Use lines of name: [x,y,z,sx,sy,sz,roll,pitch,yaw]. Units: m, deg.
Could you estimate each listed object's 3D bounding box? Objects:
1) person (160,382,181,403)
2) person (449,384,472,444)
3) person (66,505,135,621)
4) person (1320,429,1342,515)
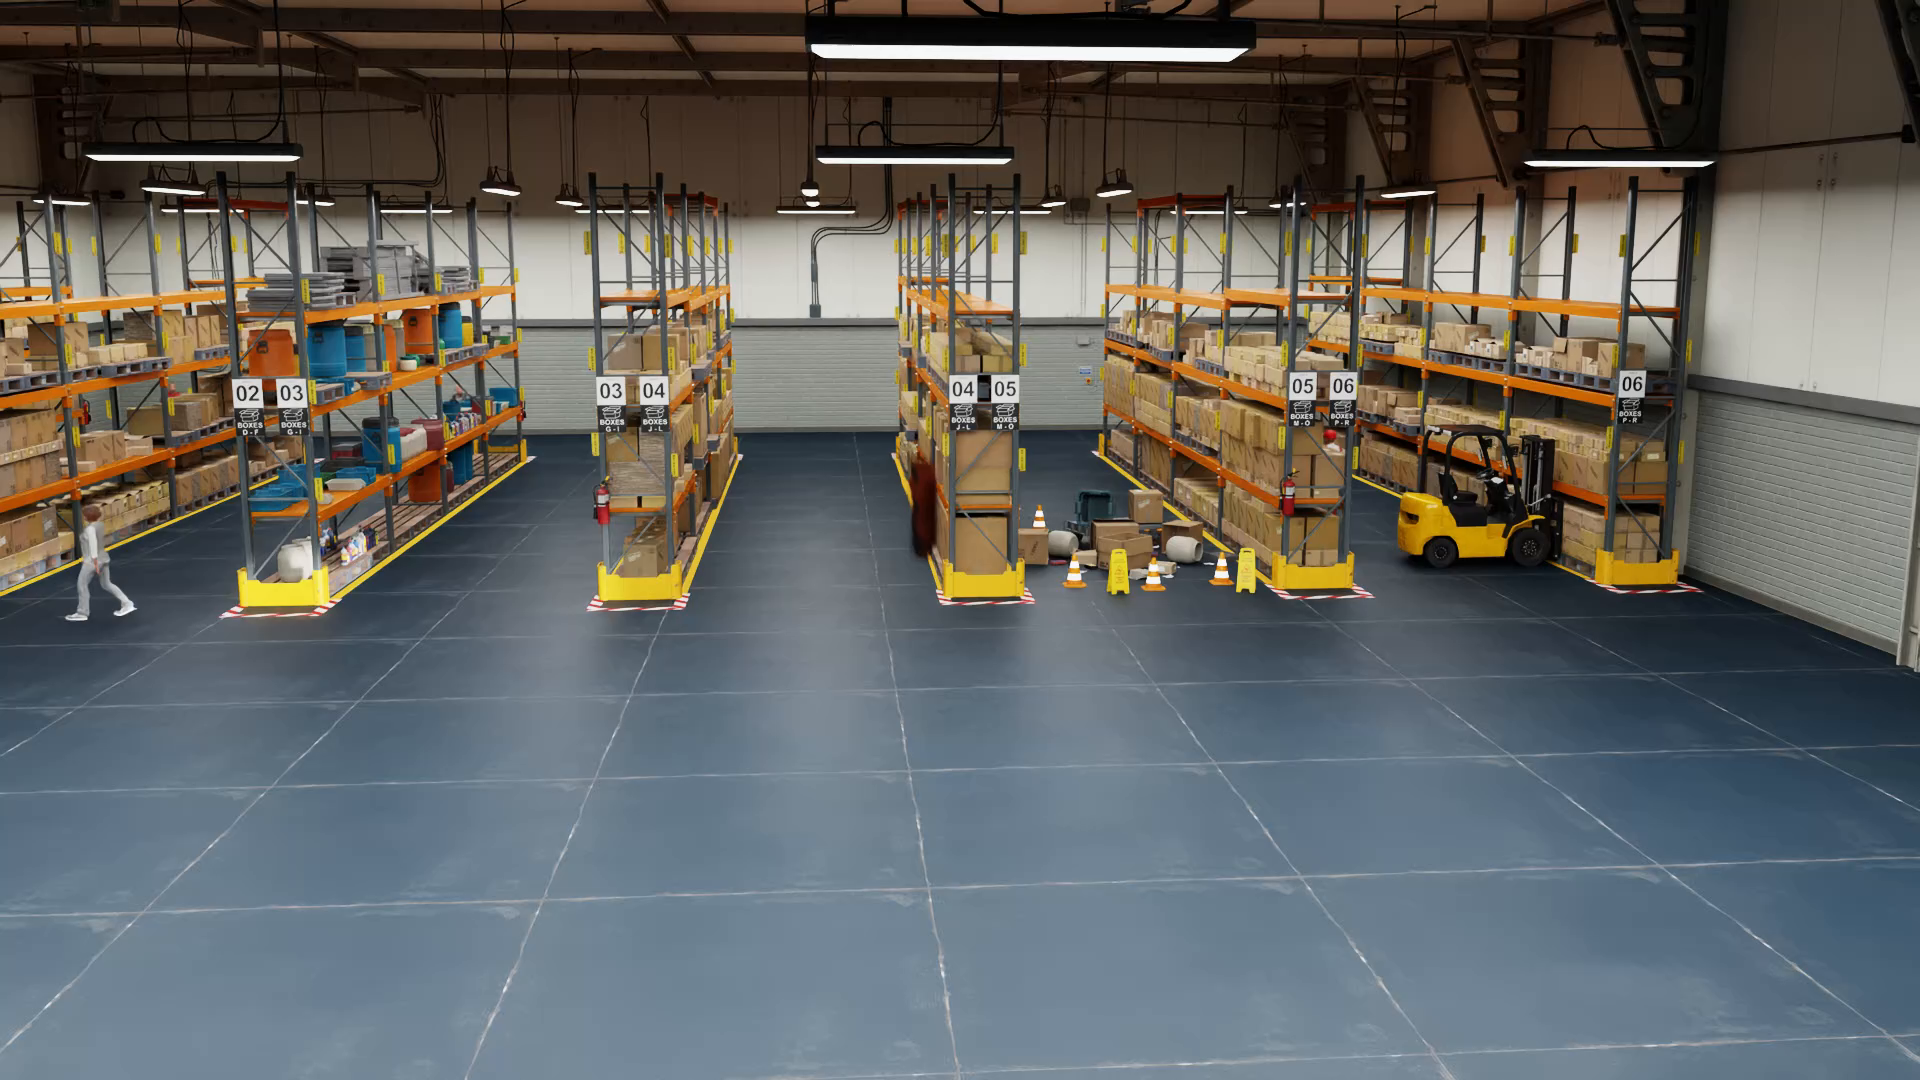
person: [-19.518,-3.068,41.202,0.525,1.666,1.099,-1,10,-8]
person: [-12.225,-2.971,40.651,0.616,1.664,1.074,0,10,-1]
person: [-11.691,0.293,22.515,0.793,1.559,0.412,0,10,1]
person: [6.570,-1.069,29.636,0.593,1.802,0.403,-5,11,-28]
